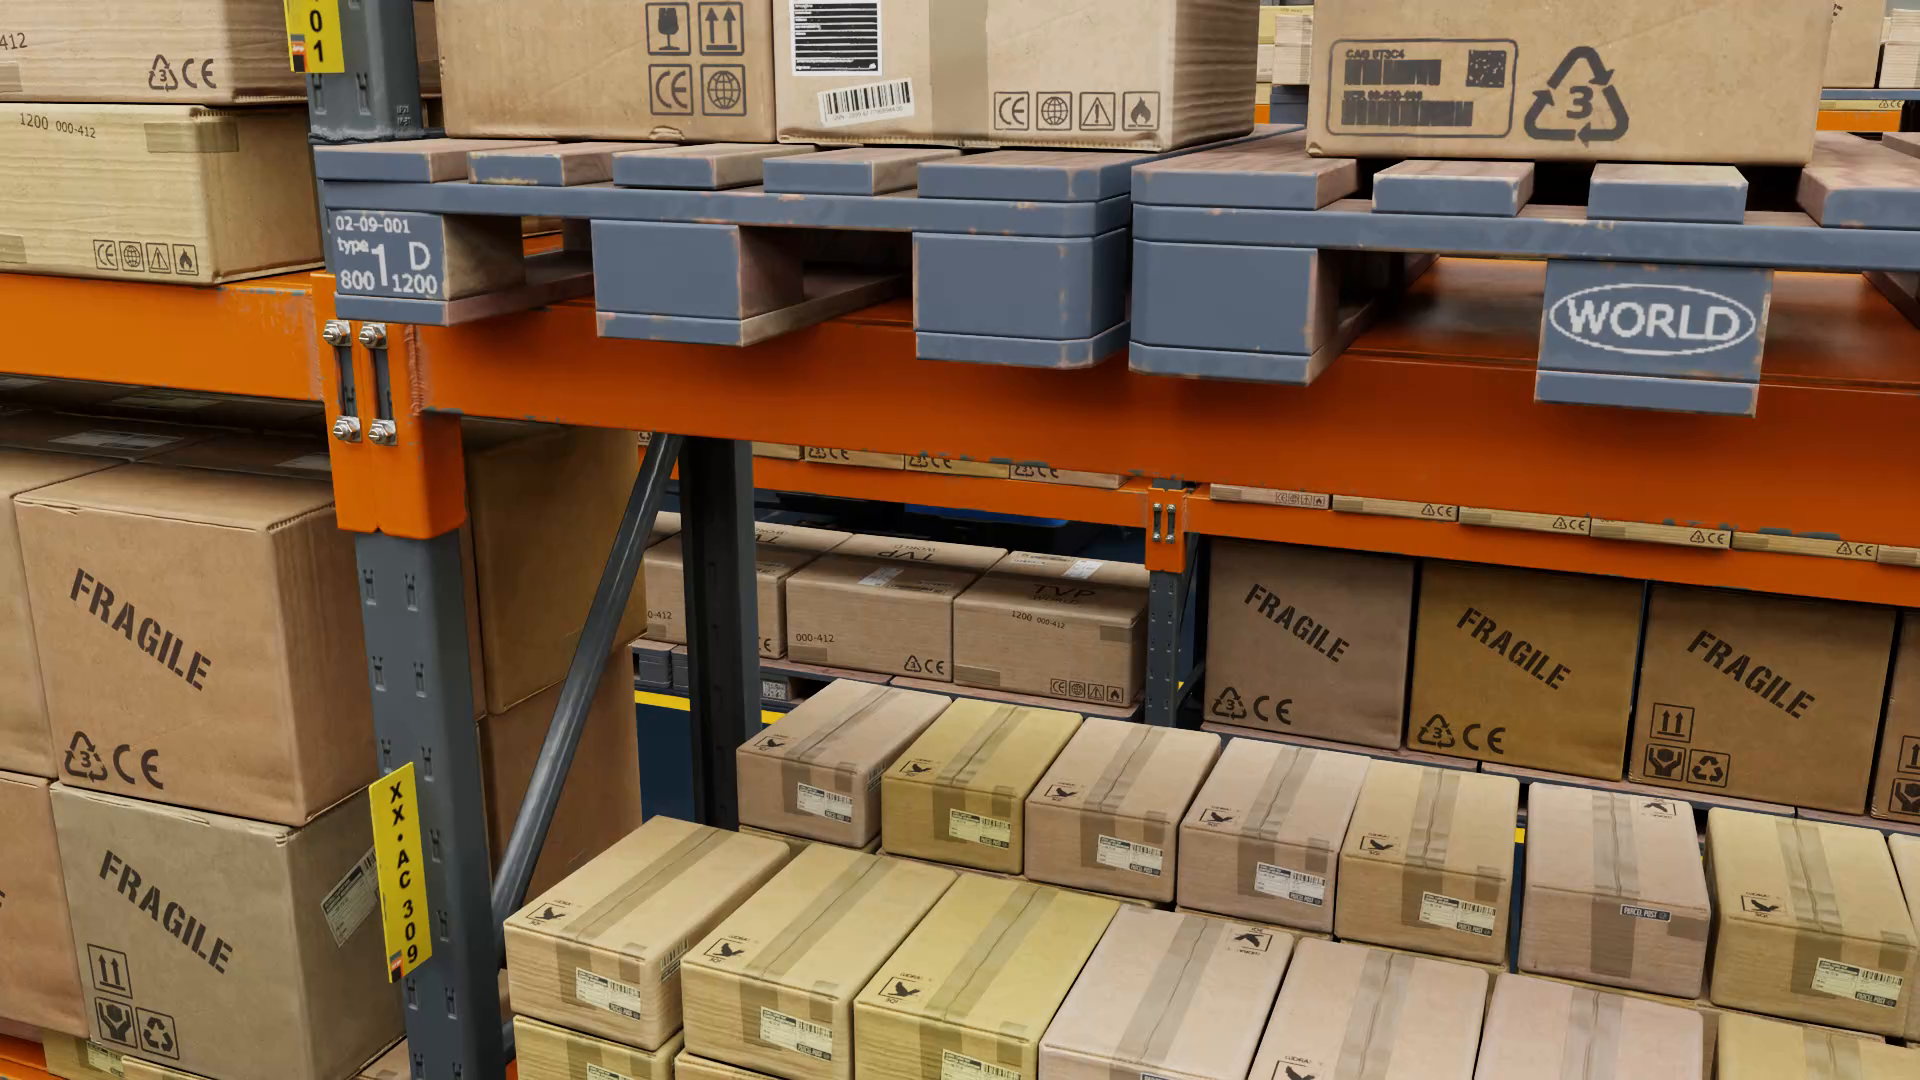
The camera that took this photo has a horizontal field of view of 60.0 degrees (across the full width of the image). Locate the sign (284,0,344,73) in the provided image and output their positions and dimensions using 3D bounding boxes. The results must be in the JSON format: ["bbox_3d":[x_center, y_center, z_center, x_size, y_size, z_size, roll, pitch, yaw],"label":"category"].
[{"bbox_3d":[-0.841,-0.771,2.141,0.005,0.325,0.100,6,17,21],"label":"sign"}]

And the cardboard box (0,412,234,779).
[{"bbox_3d":[-1.668,0.076,3.026,0.500,0.500,0.500,6,17,19],"label":"cardboard box"}]

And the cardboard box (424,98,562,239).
[{"bbox_3d":[-0.983,-0.708,3.121,0.500,0.250,0.500,7,18,23],"label":"cardboard box"}]

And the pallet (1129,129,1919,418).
[{"bbox_3d":[0.852,-0.378,2.052,1.003,0.211,1.213,6,17,21],"label":"pallet"}]

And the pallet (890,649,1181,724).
[{"bbox_3d":[0.394,0.723,8.304,1.213,0.211,1.003,6,17,21],"label":"pallet"}]

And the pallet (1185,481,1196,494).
[{"bbox_3d":[2.252,-0.537,12.644,1.213,0.211,1.003,6,17,21],"label":"pallet"}]

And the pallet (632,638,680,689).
[{"bbox_3d":[-1.875,0.474,9.163,1.213,0.211,1.003,6,17,21],"label":"pallet"}]

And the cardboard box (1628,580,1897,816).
[{"bbox_3d":[3.354,0.526,7.041,0.875,0.875,0.875,7,17,21],"label":"cardboard box"}]

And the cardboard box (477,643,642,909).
[{"bbox_3d":[-1.017,0.469,3.463,0.500,0.500,0.500,6,17,20],"label":"cardboard box"}]

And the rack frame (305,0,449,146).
[{"bbox_3d":[-0.649,-2.105,2.283,0.127,3.000,1.000,6,17,21],"label":"rack frame"}]

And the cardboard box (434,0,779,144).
[{"bbox_3d":[-0.337,-0.847,2.397,0.500,0.500,0.700,6,17,21],"label":"cardboard box"}]

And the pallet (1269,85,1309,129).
[{"bbox_3d":[1.944,-1.785,6.907,1.217,0.209,0.805,6,17,18],"label":"pallet"}]

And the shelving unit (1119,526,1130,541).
[{"bbox_3d":[1.120,-1.015,11.443,0.503,0.431,2.100,-6,61,-18],"label":"shelving unit"}]

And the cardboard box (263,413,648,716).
[{"bbox_3d":[-0.979,-0.004,3.301,0.500,0.500,0.500,7,17,22],"label":"cardboard box"}]

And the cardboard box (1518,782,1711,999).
[{"bbox_3d":[1.008,0.534,2.586,0.250,0.149,0.380,5,17,18],"label":"cardboard box"}]

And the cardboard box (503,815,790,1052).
[{"bbox_3d":[-0.451,0.569,2.463,0.250,0.149,0.380,7,18,23],"label":"cardboard box"}]

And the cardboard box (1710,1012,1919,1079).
[{"bbox_3d":[1.004,0.728,1.916,0.250,0.149,0.380,7,18,22],"label":"cardboard box"}]

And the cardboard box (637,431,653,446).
[{"bbox_3d":[-1.359,-0.750,8.198,0.500,0.500,0.500,6,17,20],"label":"cardboard box"}]

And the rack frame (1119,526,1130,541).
[{"bbox_3d":[0.889,-0.992,11.367,0.015,0.400,2.100,-6,61,-18],"label":"rack frame"}]

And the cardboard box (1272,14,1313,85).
[{"bbox_3d":[1.410,-1.954,6.630,0.258,0.266,0.396,6,17,20],"label":"cardboard box"}]

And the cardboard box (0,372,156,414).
[{"bbox_3d":[-1.925,-0.113,3.675,0.500,0.500,0.500,7,17,22],"label":"cardboard box"}]

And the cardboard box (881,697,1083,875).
[{"bbox_3d":[0.046,0.427,2.952,0.250,0.149,0.380,6,17,19],"label":"cardboard box"}]

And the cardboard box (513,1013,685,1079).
[{"bbox_3d":[-0.451,0.712,2.504,0.250,0.149,0.380,7,17,22],"label":"cardboard box"}]

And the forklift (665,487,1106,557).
[{"bbox_3d":[-0.585,-1.473,10.989,3.031,2.935,1.130,6,17,21],"label":"forklift"}]

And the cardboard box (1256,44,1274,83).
[{"bbox_3d":[2.350,-3.301,11.520,0.500,0.250,0.500,6,17,21],"label":"cardboard box"}]

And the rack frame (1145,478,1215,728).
[{"bbox_3d":[1.073,-0.518,7.577,0.127,3.000,1.000,6,17,21],"label":"rack frame"}]

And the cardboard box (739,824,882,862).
[{"bbox_3d":[-0.206,0.542,3.090,0.250,0.149,0.380,7,18,22],"label":"cardboard box"}]

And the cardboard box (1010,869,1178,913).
[{"bbox_3d":[0.269,0.595,2.909,0.250,0.149,0.380,7,18,23],"label":"cardboard box"}]

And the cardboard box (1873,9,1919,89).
[{"bbox_3d":[3.385,-1.736,5.882,0.258,0.266,0.396,6,17,19],"label":"cardboard box"}]

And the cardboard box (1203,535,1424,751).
[{"bbox_3d":[1.679,0.344,7.668,0.875,0.875,0.875,7,18,22],"label":"cardboard box"}]

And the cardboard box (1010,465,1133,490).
[{"bbox_3d":[0.548,-0.547,7.498,0.500,0.500,0.500,6,17,21],"label":"cardboard box"}]

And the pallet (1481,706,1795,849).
[{"bbox_3d":[2.957,1.005,7.333,1.213,0.211,1.003,6,17,21],"label":"pallet"}]

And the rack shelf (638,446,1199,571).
[{"bbox_3d":[-0.787,-0.377,8.382,4.000,0.370,1.077,6,17,21],"label":"rack shelf"}]

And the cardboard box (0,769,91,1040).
[{"bbox_3d":[-1.685,0.556,3.166,0.500,0.500,0.500,6,17,19],"label":"cardboard box"}]

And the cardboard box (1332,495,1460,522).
[{"bbox_3d":[1.868,-0.280,7.026,0.500,0.250,0.500,6,17,19],"label":"cardboard box"}]

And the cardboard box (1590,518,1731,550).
[{"bbox_3d":[2.800,-0.170,6.647,0.500,0.250,0.500,6,17,20],"label":"cardboard box"}]

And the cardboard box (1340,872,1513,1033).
[{"bbox_3d":[0.766,0.649,2.723,0.250,0.149,0.380,5,17,18],"label":"cardboard box"}]

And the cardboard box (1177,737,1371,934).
[{"bbox_3d":[0.530,0.481,2.767,0.250,0.149,0.380,6,17,20],"label":"cardboard box"}]

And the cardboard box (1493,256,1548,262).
[{"bbox_3d":[2.529,-0.957,7.119,0.500,0.500,0.500,7,18,22],"label":"cardboard box"}]

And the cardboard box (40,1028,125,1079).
[{"bbox_3d":[-1.507,0.888,3.187,0.250,0.149,0.380,7,18,23],"label":"cardboard box"}]

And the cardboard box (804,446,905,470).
[{"bbox_3d":[-0.406,-0.646,7.839,0.500,0.500,0.500,6,17,20],"label":"cardboard box"}]

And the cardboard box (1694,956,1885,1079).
[{"bbox_3d":[1.245,0.702,2.539,0.250,0.149,0.380,7,18,23],"label":"cardboard box"}]

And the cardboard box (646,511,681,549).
[{"bbox_3d":[-1.997,0.143,9.142,0.875,0.438,0.875,6,17,19],"label":"cardboard box"}]

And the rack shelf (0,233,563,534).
[{"bbox_3d":[-2.510,-0.523,3.506,4.000,0.370,1.077,6,17,21],"label":"rack shelf"}]

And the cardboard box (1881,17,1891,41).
[{"bbox_3d":[5.712,-3.126,10.201,0.250,0.149,0.380,6,17,19],"label":"cardboard box"}]

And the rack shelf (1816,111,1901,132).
[{"bbox_3d":[4.751,-2.696,10.990,4.000,0.370,1.077,6,17,21],"label":"rack shelf"}]

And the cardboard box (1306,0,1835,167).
[{"bbox_3d":[0.740,-0.723,1.966,0.637,0.503,0.797,6,17,20],"label":"cardboard box"}]

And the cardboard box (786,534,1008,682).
[{"bbox_3d":[-0.305,0.327,8.508,0.875,0.438,0.875,6,17,19],"label":"cardboard box"}]

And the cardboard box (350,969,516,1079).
[{"bbox_3d":[-1.001,0.928,3.046,0.250,0.149,0.380,6,17,20],"label":"cardboard box"}]

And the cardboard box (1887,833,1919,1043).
[{"bbox_3d":[1.490,0.587,2.401,0.250,0.149,0.380,7,18,22],"label":"cardboard box"}]

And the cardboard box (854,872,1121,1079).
[{"bbox_3d":[0.048,0.623,2.278,0.250,0.149,0.380,6,17,21],"label":"cardboard box"}]

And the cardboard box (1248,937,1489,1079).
[{"bbox_3d":[0.517,0.675,2.098,0.250,0.149,0.380,6,17,20],"label":"cardboard box"}]

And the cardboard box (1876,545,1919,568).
[{"bbox_3d":[3.747,-0.069,6.301,0.500,0.250,0.500,7,17,22],"label":"cardboard box"}]
